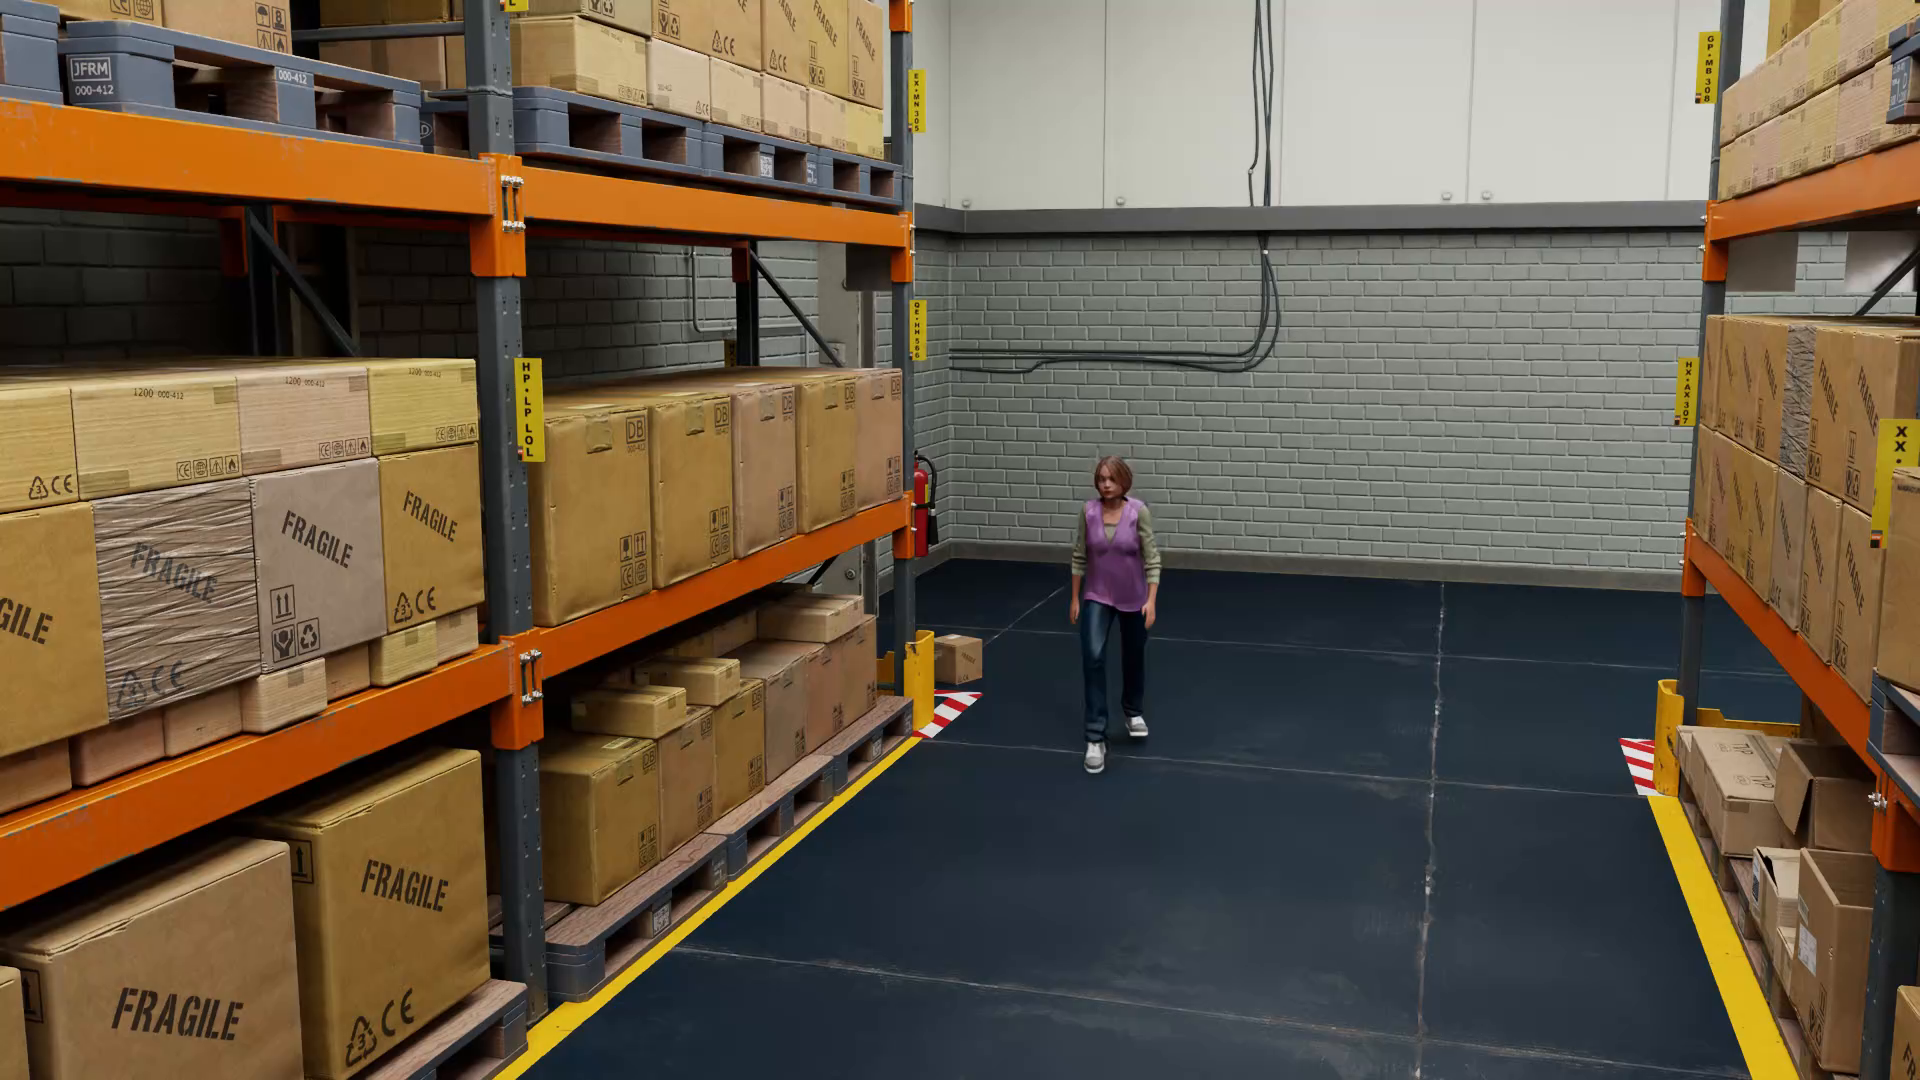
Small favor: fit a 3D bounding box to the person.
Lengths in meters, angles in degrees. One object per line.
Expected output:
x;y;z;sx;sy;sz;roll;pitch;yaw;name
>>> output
0.800;0.336;8.625;0.491;1.558;0.894;2;9;10;person
